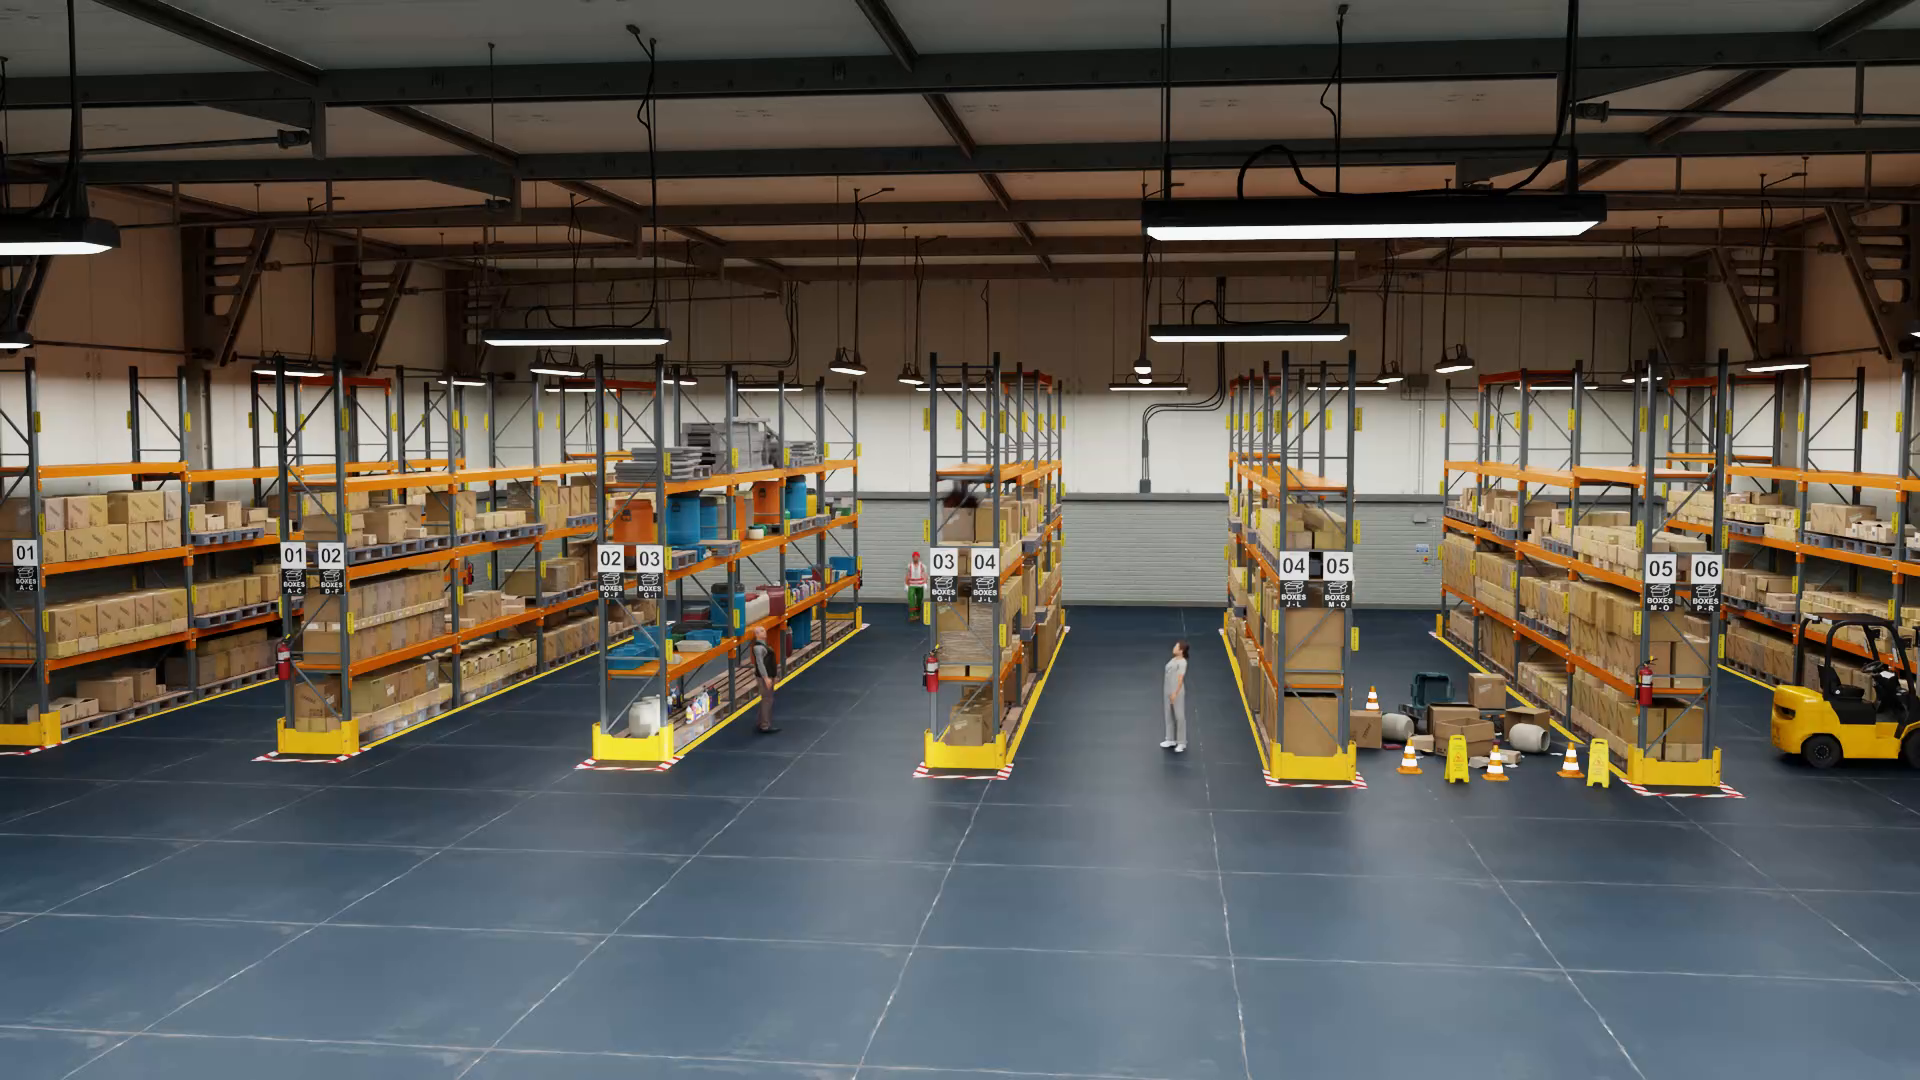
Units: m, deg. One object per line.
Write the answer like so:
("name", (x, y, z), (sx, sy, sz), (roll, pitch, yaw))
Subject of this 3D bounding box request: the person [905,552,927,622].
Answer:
("person", (-1.095, 1.161, 41.560), (0.570, 1.731, 1.020), (0, 4, -3))

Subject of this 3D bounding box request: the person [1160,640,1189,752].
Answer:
("person", (3.304, 2.380, 25.506), (0.414, 1.690, 0.451), (-3, 5, -34))

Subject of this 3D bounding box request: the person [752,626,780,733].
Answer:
("person", (-3.133, 2.256, 26.883), (0.443, 1.740, 0.576), (-1, 4, -9))
